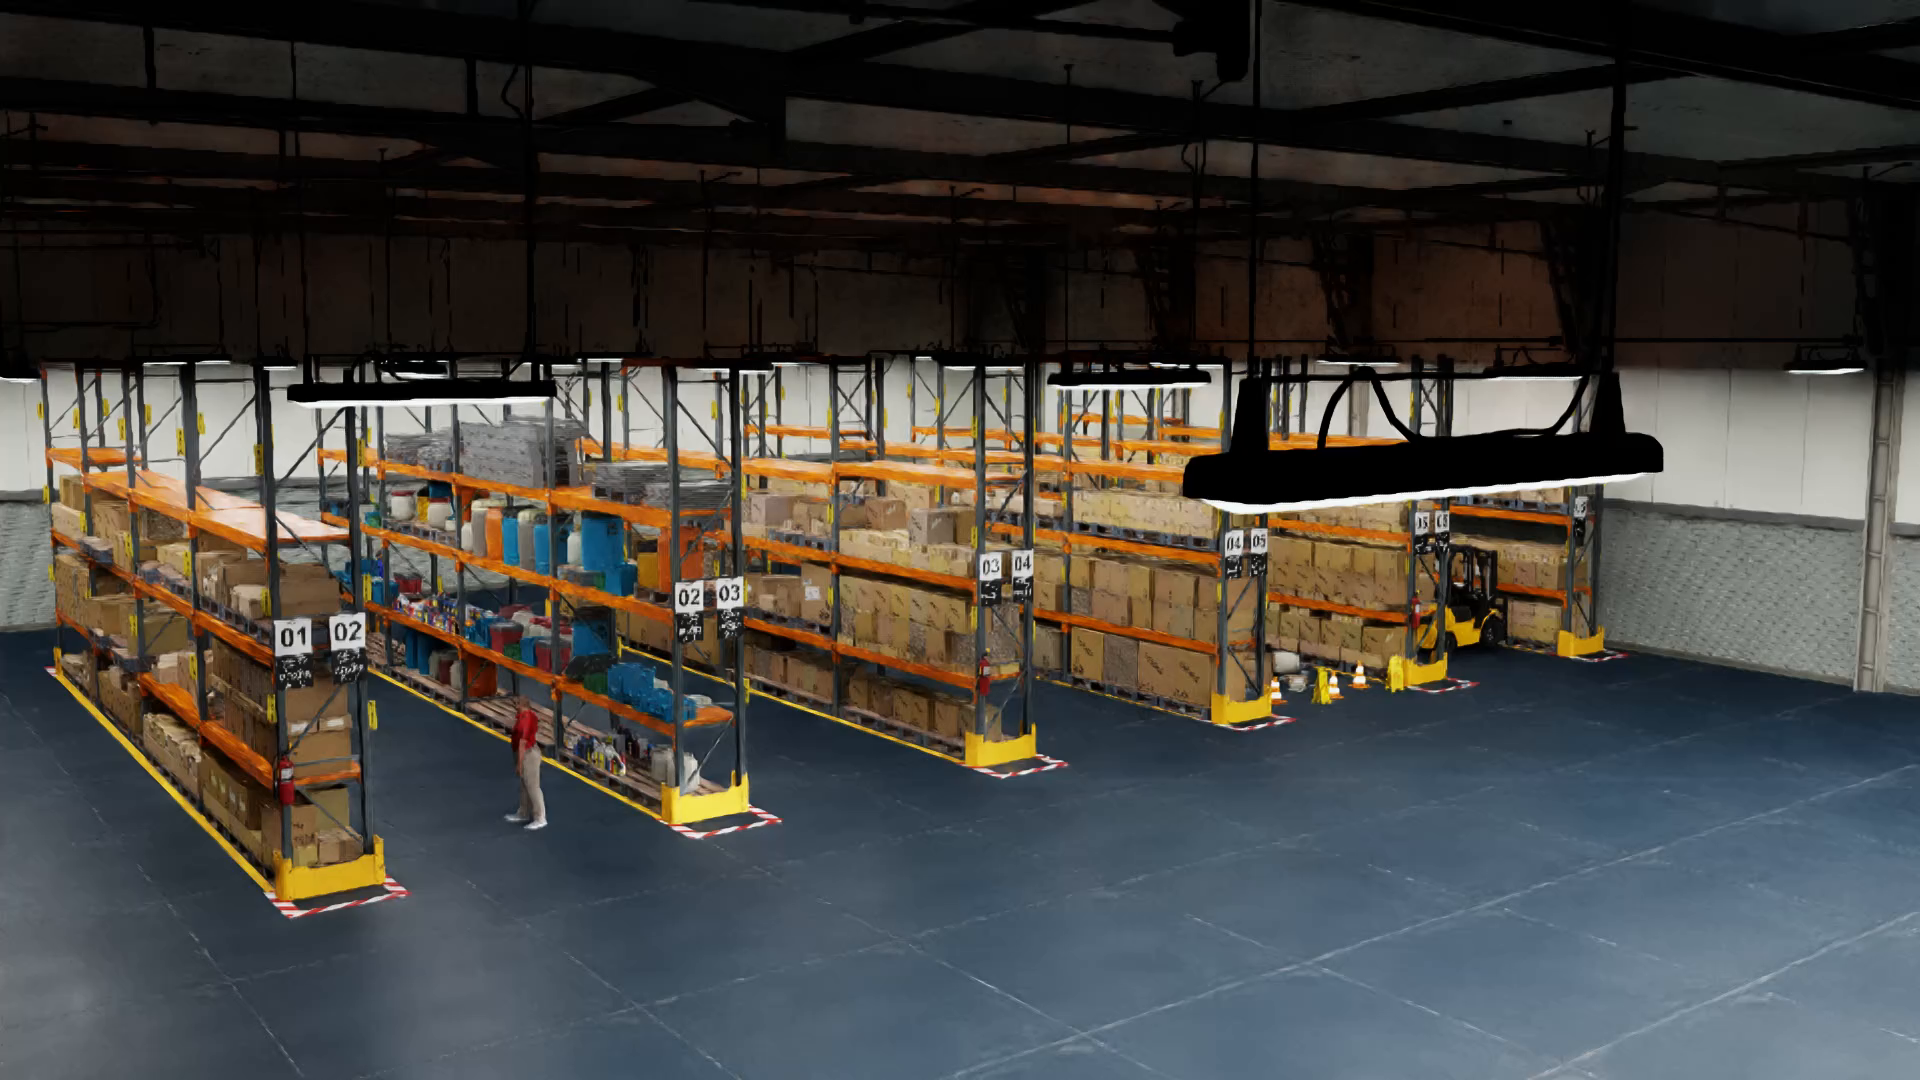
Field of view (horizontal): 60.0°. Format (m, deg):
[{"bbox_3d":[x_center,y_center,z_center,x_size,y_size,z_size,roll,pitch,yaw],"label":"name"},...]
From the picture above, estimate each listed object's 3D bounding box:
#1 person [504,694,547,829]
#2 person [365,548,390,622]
[{"bbox_3d":[-5.701,2.861,21.708,0.586,1.723,0.653,-1,7,-7],"label":"person"},{"bbox_3d":[-13.149,1.022,37.496,0.481,1.652,0.651,1,7,8],"label":"person"}]
